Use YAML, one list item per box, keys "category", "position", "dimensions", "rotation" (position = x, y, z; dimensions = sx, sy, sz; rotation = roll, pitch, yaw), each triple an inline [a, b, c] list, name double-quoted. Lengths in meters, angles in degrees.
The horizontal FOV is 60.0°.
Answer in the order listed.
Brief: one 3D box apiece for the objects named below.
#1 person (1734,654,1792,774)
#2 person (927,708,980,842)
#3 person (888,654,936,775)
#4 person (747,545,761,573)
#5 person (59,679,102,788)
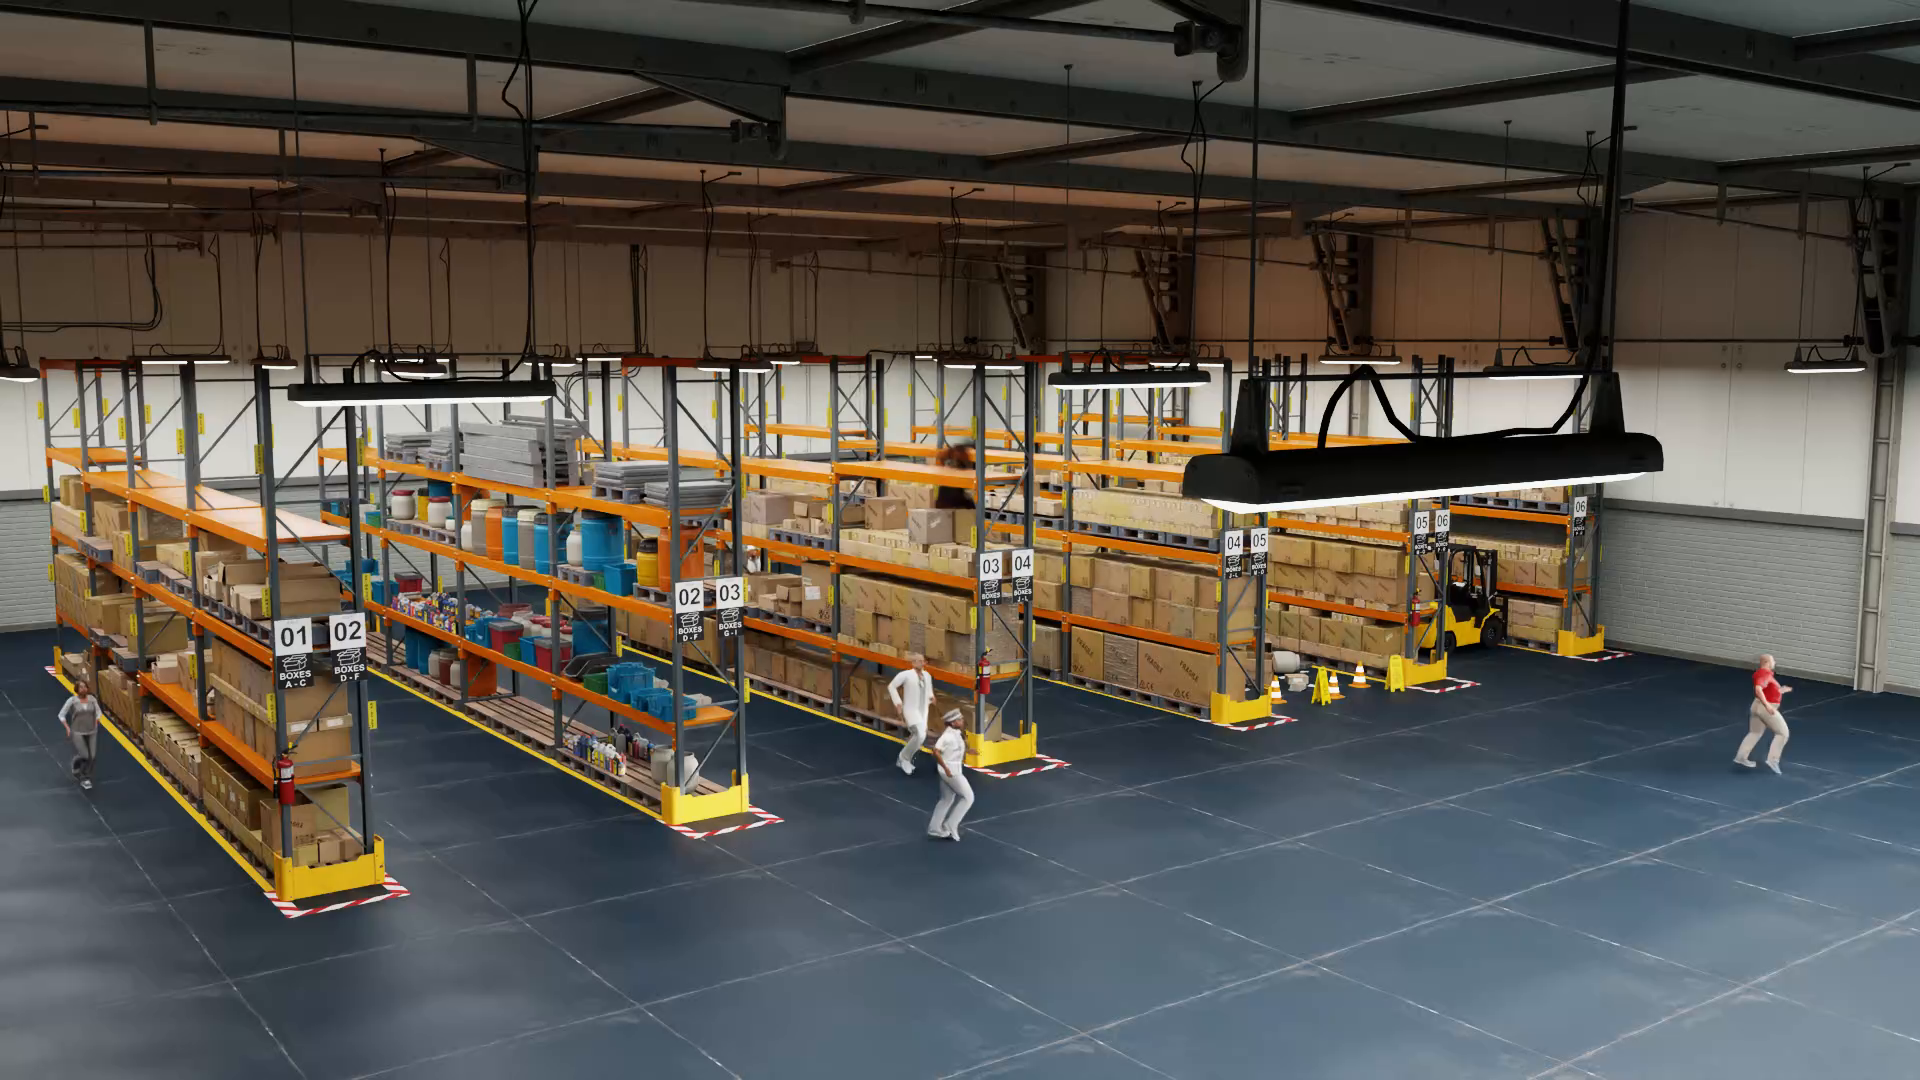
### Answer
- category: "person"
  position: [11.824, 2.563, 24.418]
  dimensions: [0.768, 1.798, 0.631]
  rotation: [0, 7, -1]
- category: "person"
  position: [-0.076, 2.974, 21.160]
  dimensions: [0.673, 1.719, 0.549]
  rotation: [-1, 7, -4]
- category: "person"
  position: [-0.638, 2.540, 24.433]
  dimensions: [0.666, 1.736, 0.713]
  rotation: [-7, 10, -44]
- category: "person"
  position: [-4.628, 0.959, 37.421]
  dimensions: [0.666, 1.748, 0.849]
  rotation: [-3, 8, -26]
- category: "person"
  position: [-12.381, 2.749, 23.509]
  dimensions: [0.541, 1.552, 0.533]
  rotation: [6, 9, 43]
